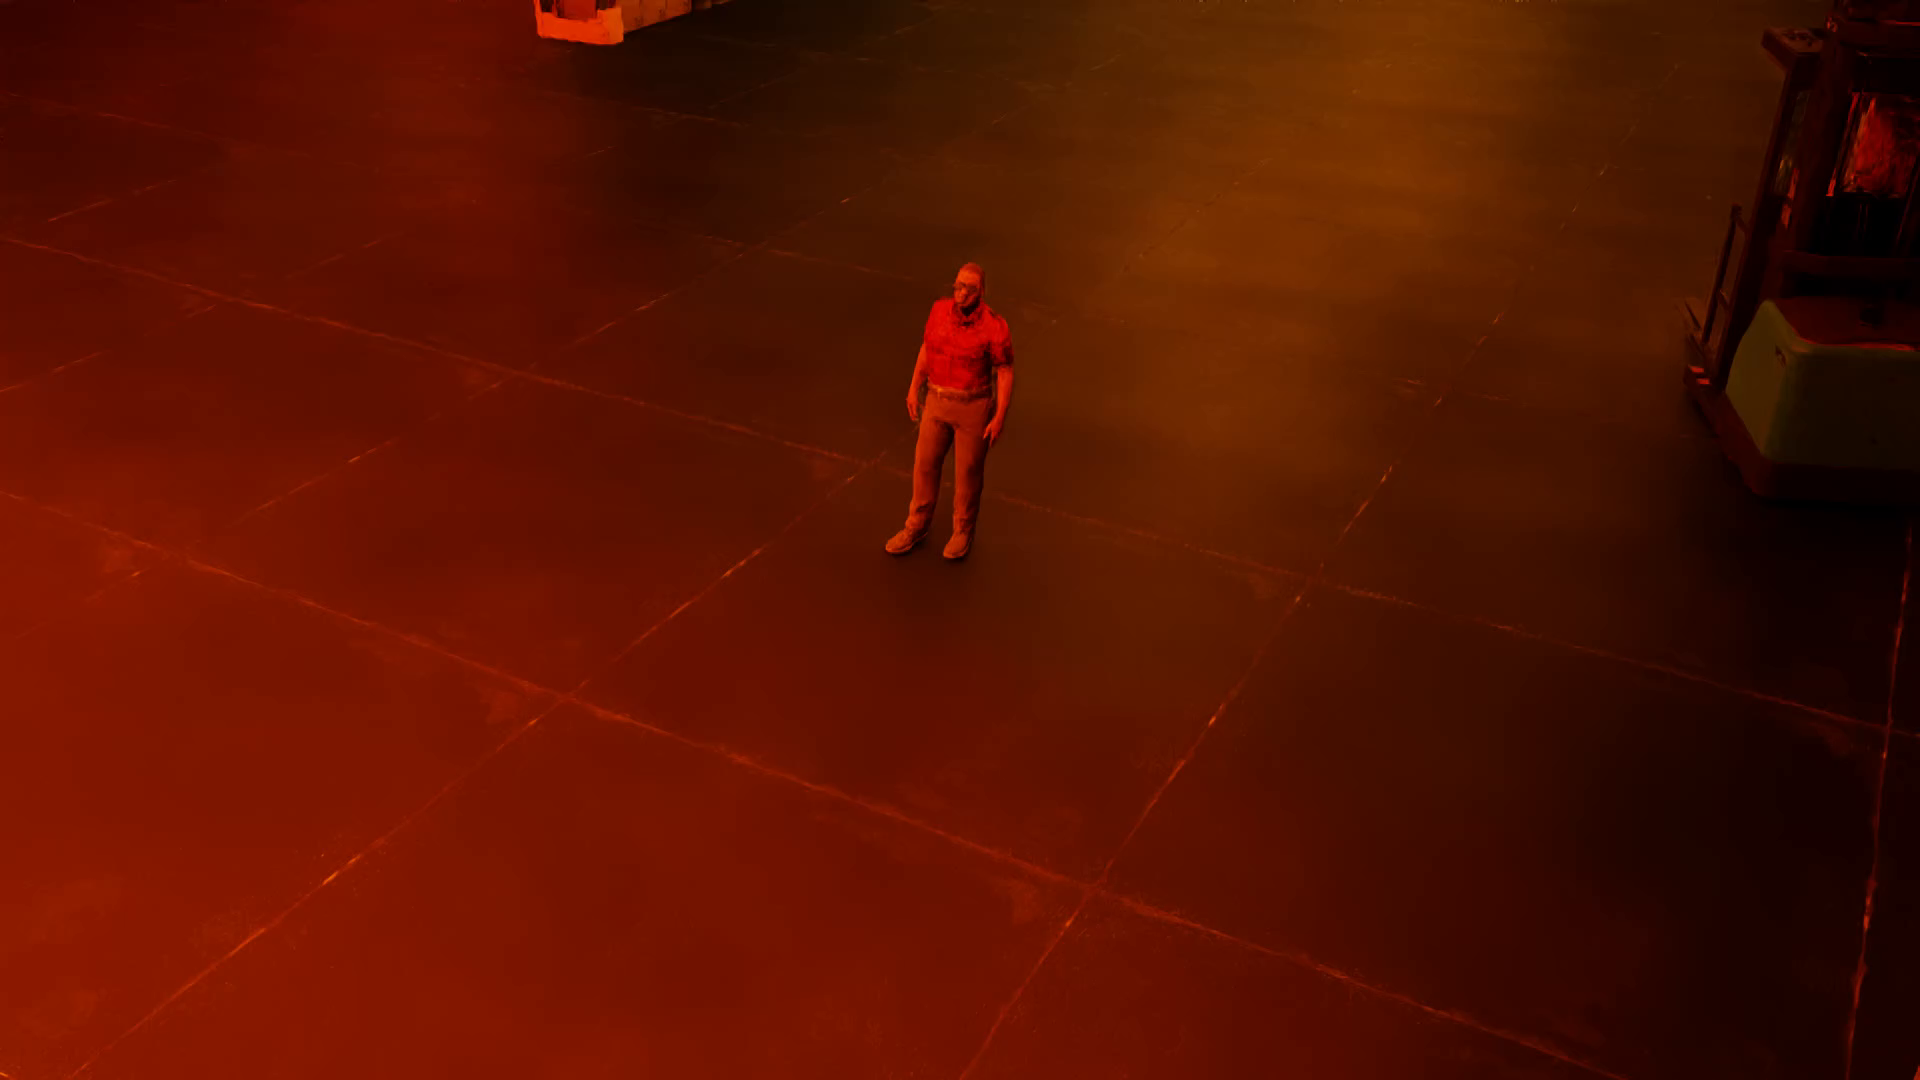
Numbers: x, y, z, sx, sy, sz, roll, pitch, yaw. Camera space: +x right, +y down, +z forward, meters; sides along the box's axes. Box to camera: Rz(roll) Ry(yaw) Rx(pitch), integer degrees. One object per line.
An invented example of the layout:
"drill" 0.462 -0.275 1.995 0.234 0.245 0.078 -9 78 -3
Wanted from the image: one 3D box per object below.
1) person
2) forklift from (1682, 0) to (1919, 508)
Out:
"person" -0.054 -0.719 9.504 0.640 1.726 0.550 15 33 25
"forklift" 5.685 -2.182 10.851 1.130 2.935 3.031 4 30 8
